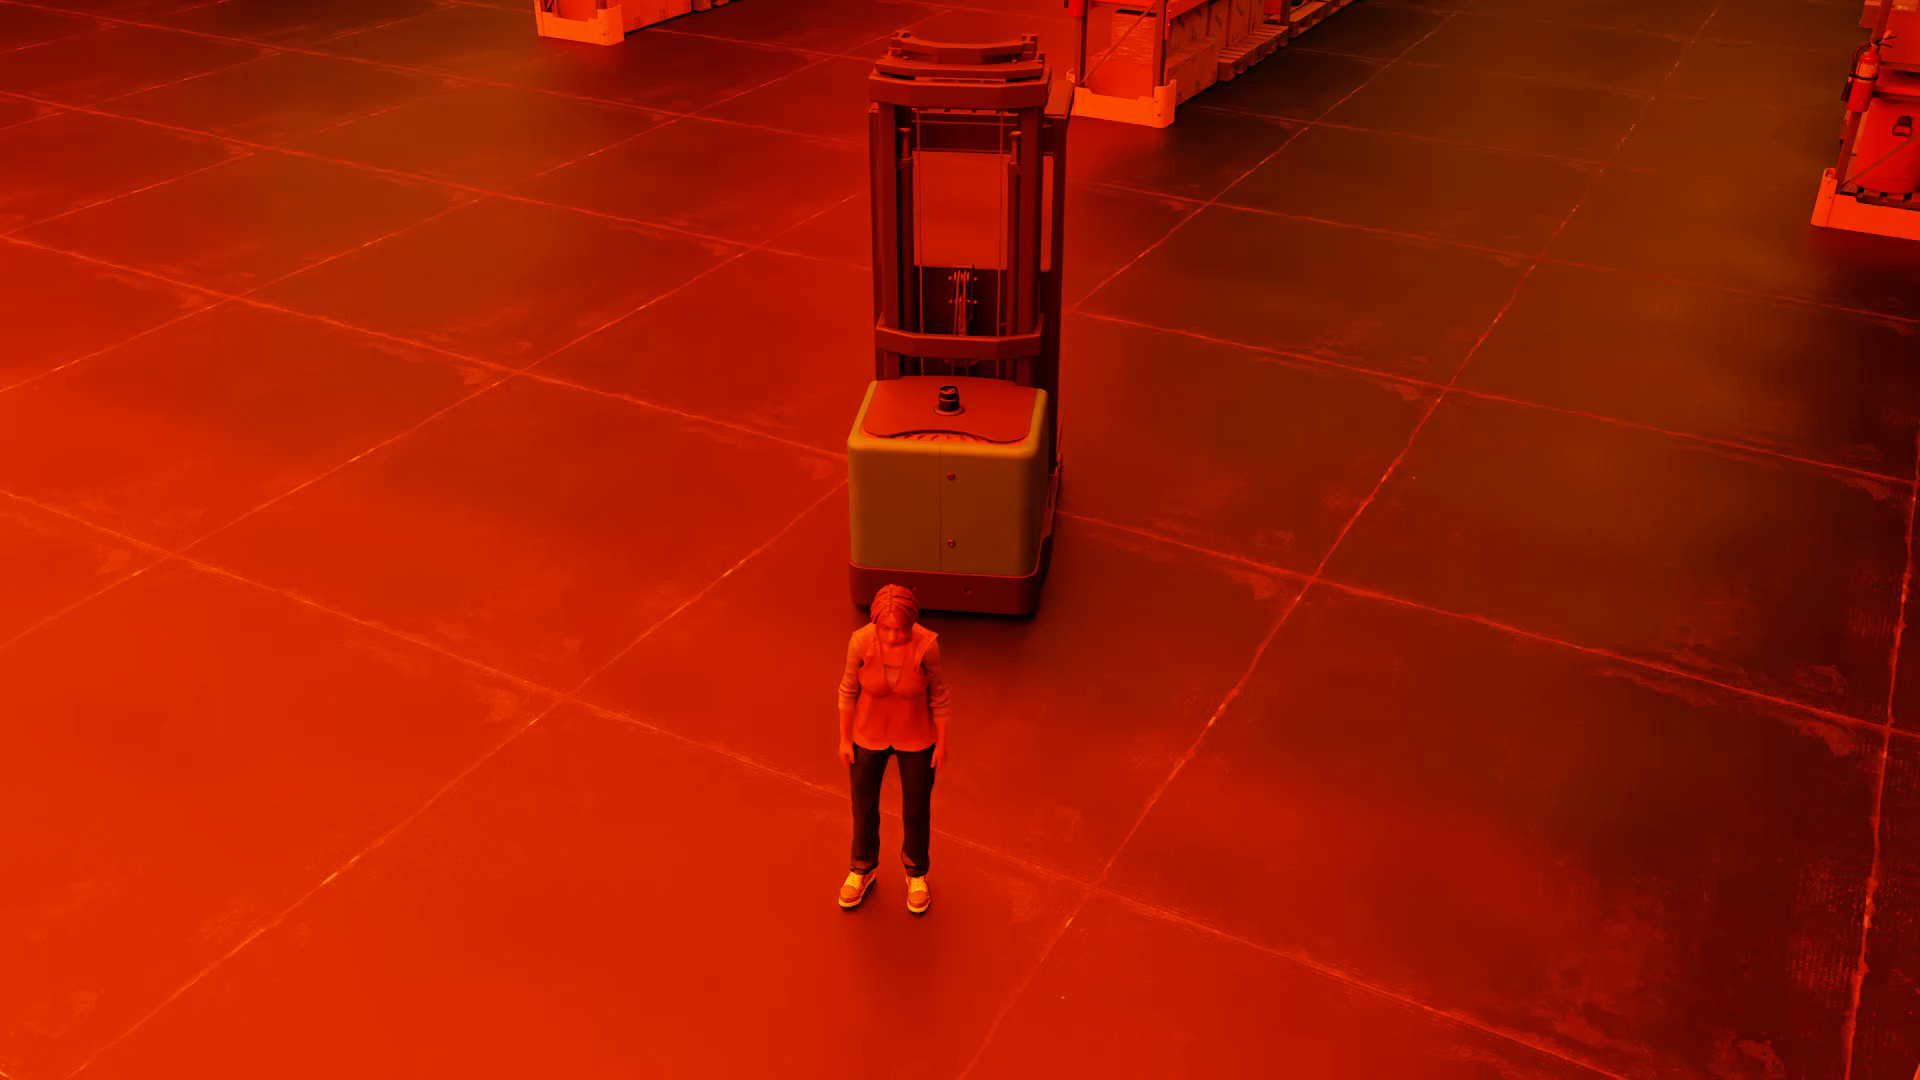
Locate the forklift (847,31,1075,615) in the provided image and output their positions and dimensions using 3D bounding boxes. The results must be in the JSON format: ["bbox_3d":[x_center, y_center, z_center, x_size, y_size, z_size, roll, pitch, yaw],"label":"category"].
[{"bbox_3d":[0.072,-1.572,9.794,1.130,2.935,3.031,3,30,6],"label":"forklift"}]

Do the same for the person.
[{"bbox_3d":[-0.282,0.849,6.941,0.480,1.592,0.346,2,30,3],"label":"person"}]
